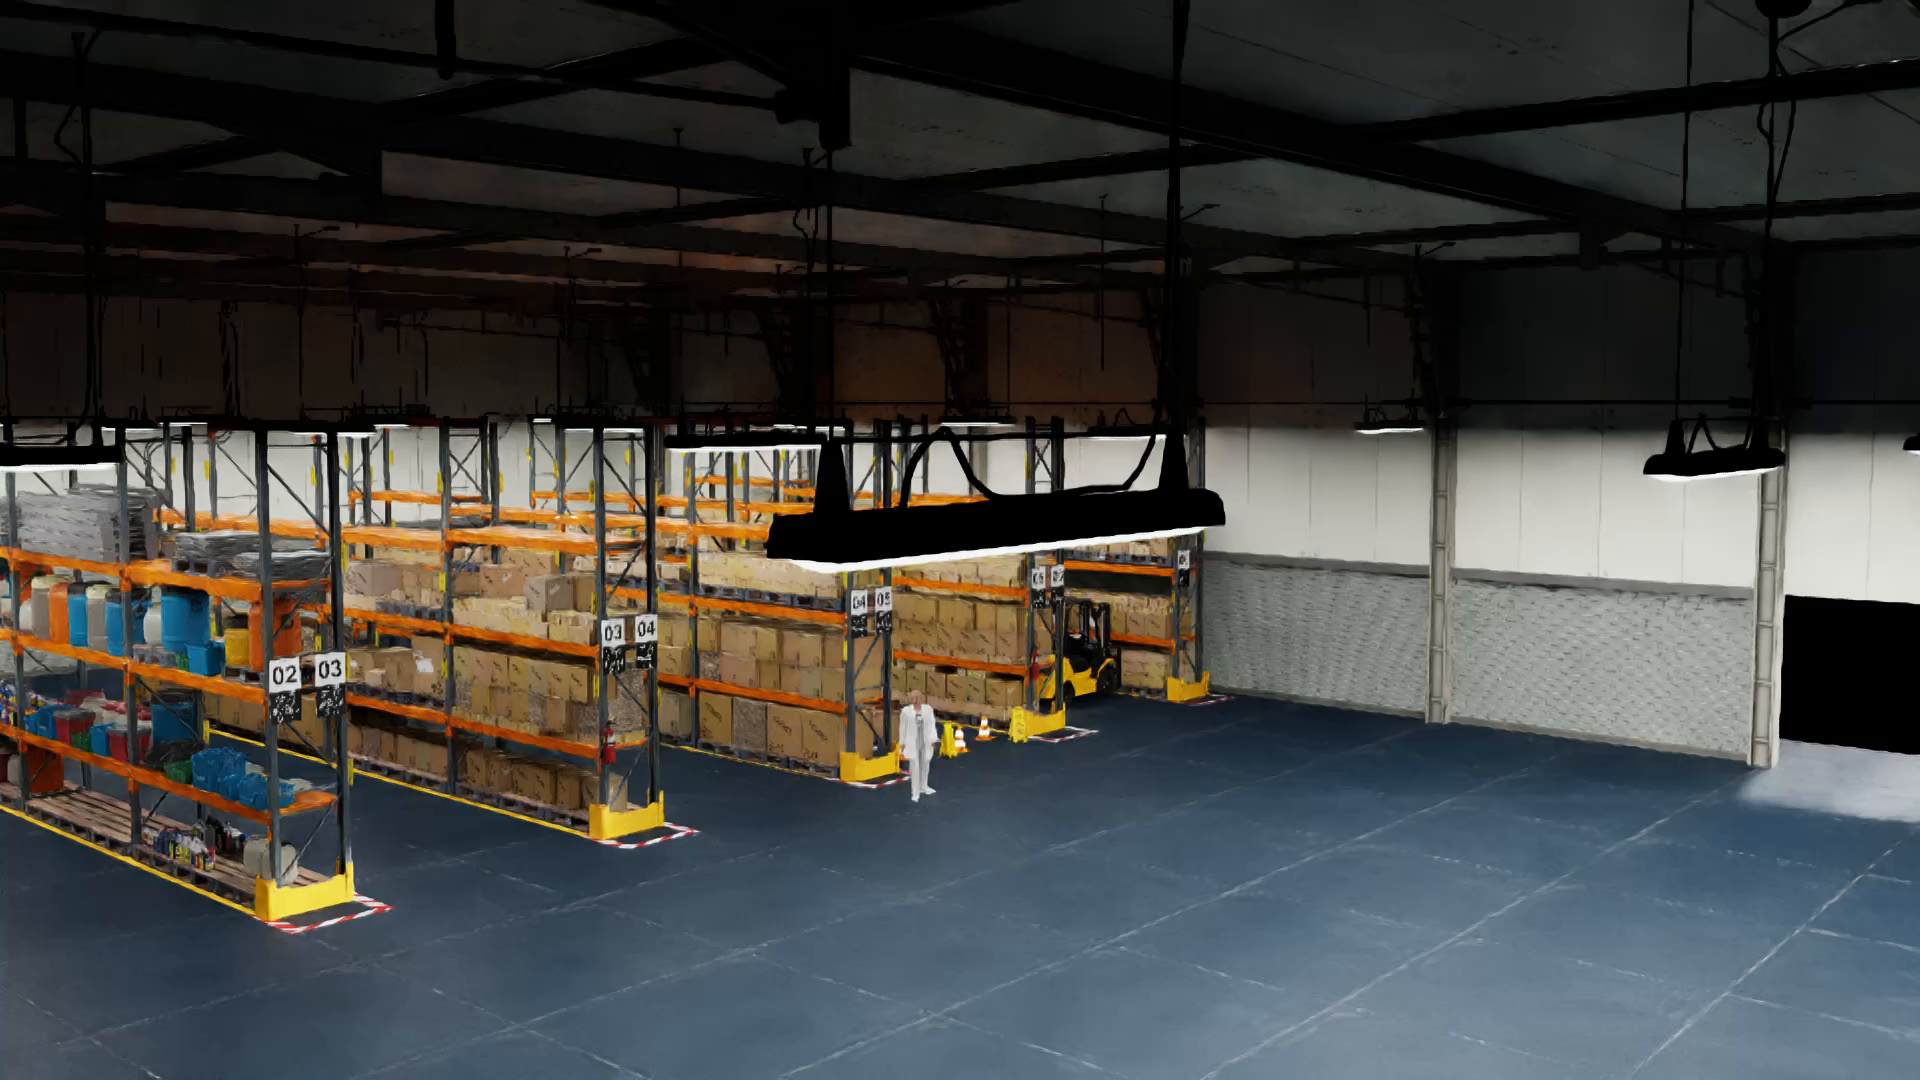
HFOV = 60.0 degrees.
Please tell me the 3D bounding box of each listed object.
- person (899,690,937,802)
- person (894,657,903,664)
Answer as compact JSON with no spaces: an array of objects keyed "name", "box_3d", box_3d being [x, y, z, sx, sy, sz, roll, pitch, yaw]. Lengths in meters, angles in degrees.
[{"name":"person","box_3d":[-0.671,3.247,26.561,0.611,1.768,0.632,-1,5,-13]},{"name":"person","box_3d":[-1.527,2.229,39.207,0.516,1.668,0.574,-2,5,-19]}]
